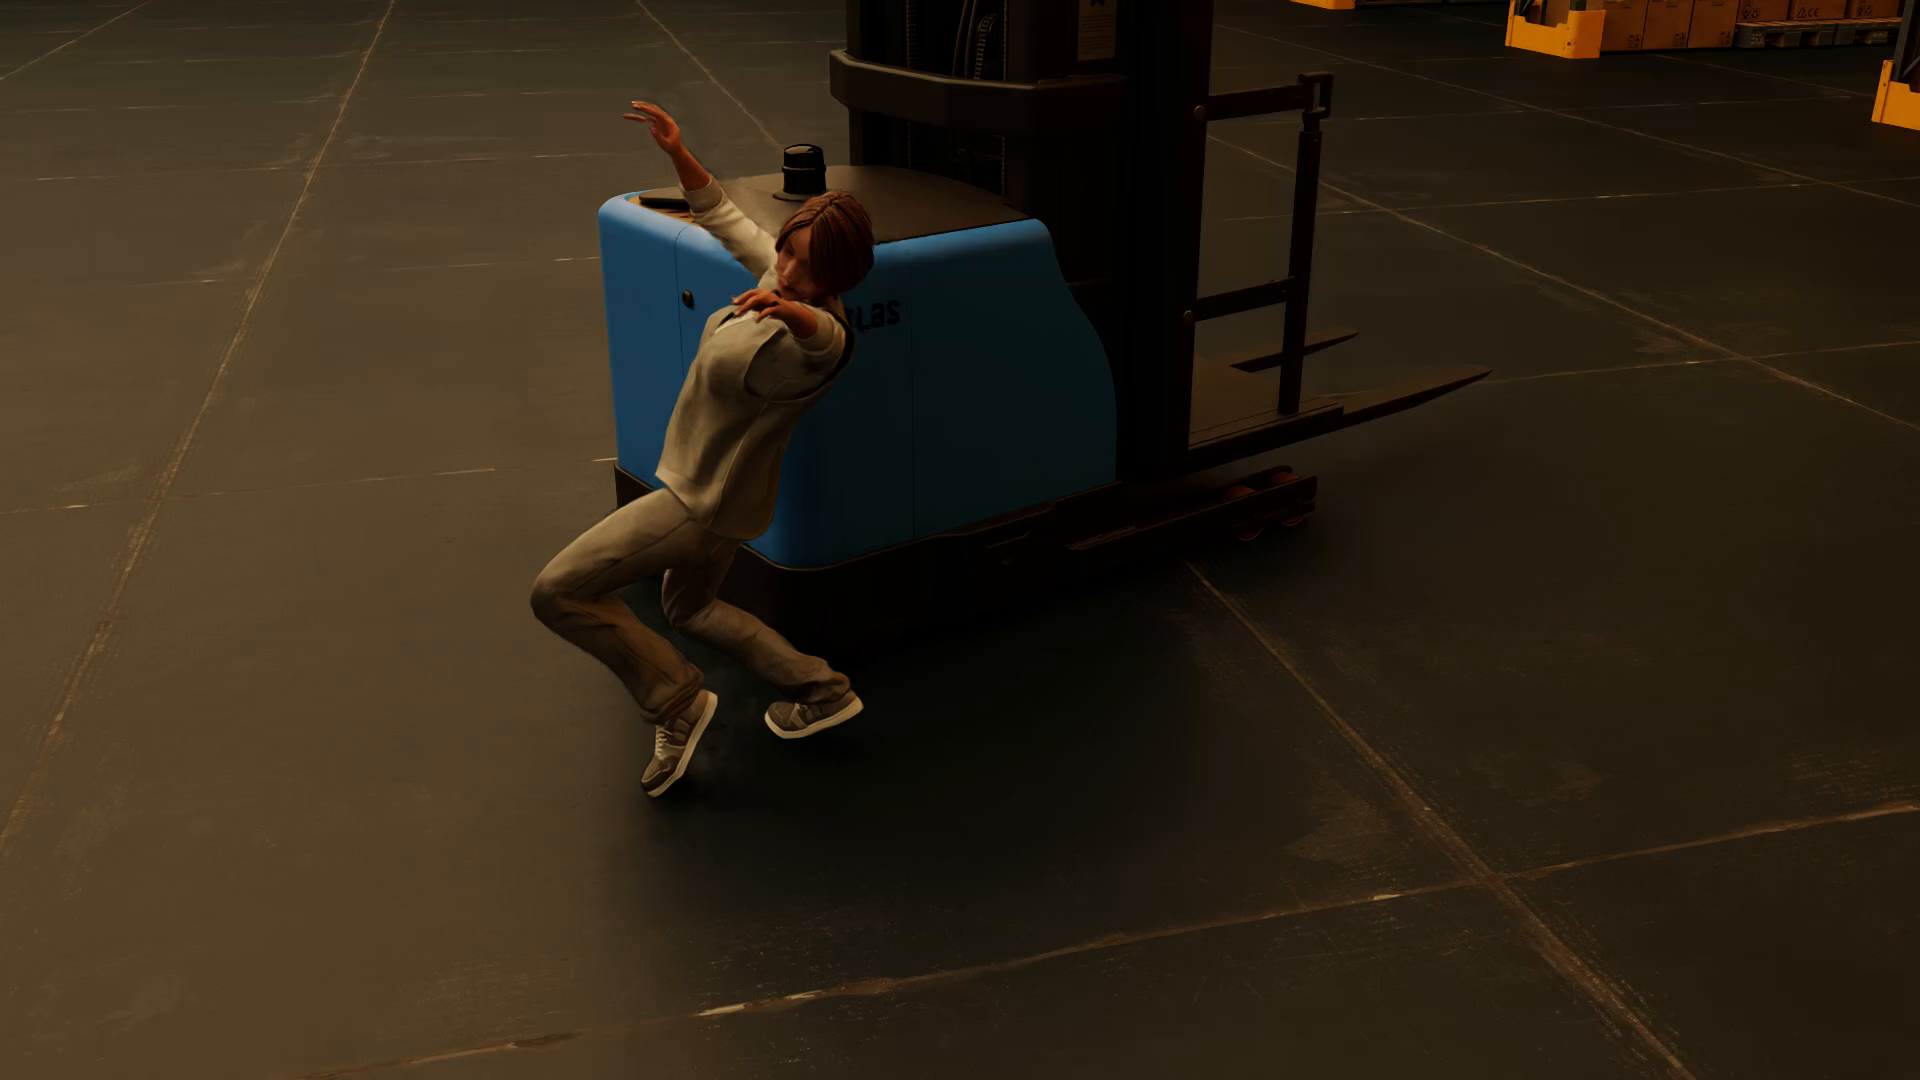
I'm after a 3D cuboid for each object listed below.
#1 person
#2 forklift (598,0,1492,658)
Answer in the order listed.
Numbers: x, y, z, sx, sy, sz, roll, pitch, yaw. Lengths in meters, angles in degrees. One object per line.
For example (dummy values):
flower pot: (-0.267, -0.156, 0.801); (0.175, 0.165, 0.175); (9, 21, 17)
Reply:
person: (-0.547, -0.107, 3.423); (0.737, 1.497, 0.947); (0, 23, 1)
forklift: (0.484, -1.493, 4.818); (3.031, 2.935, 1.130); (-17, 28, -34)
